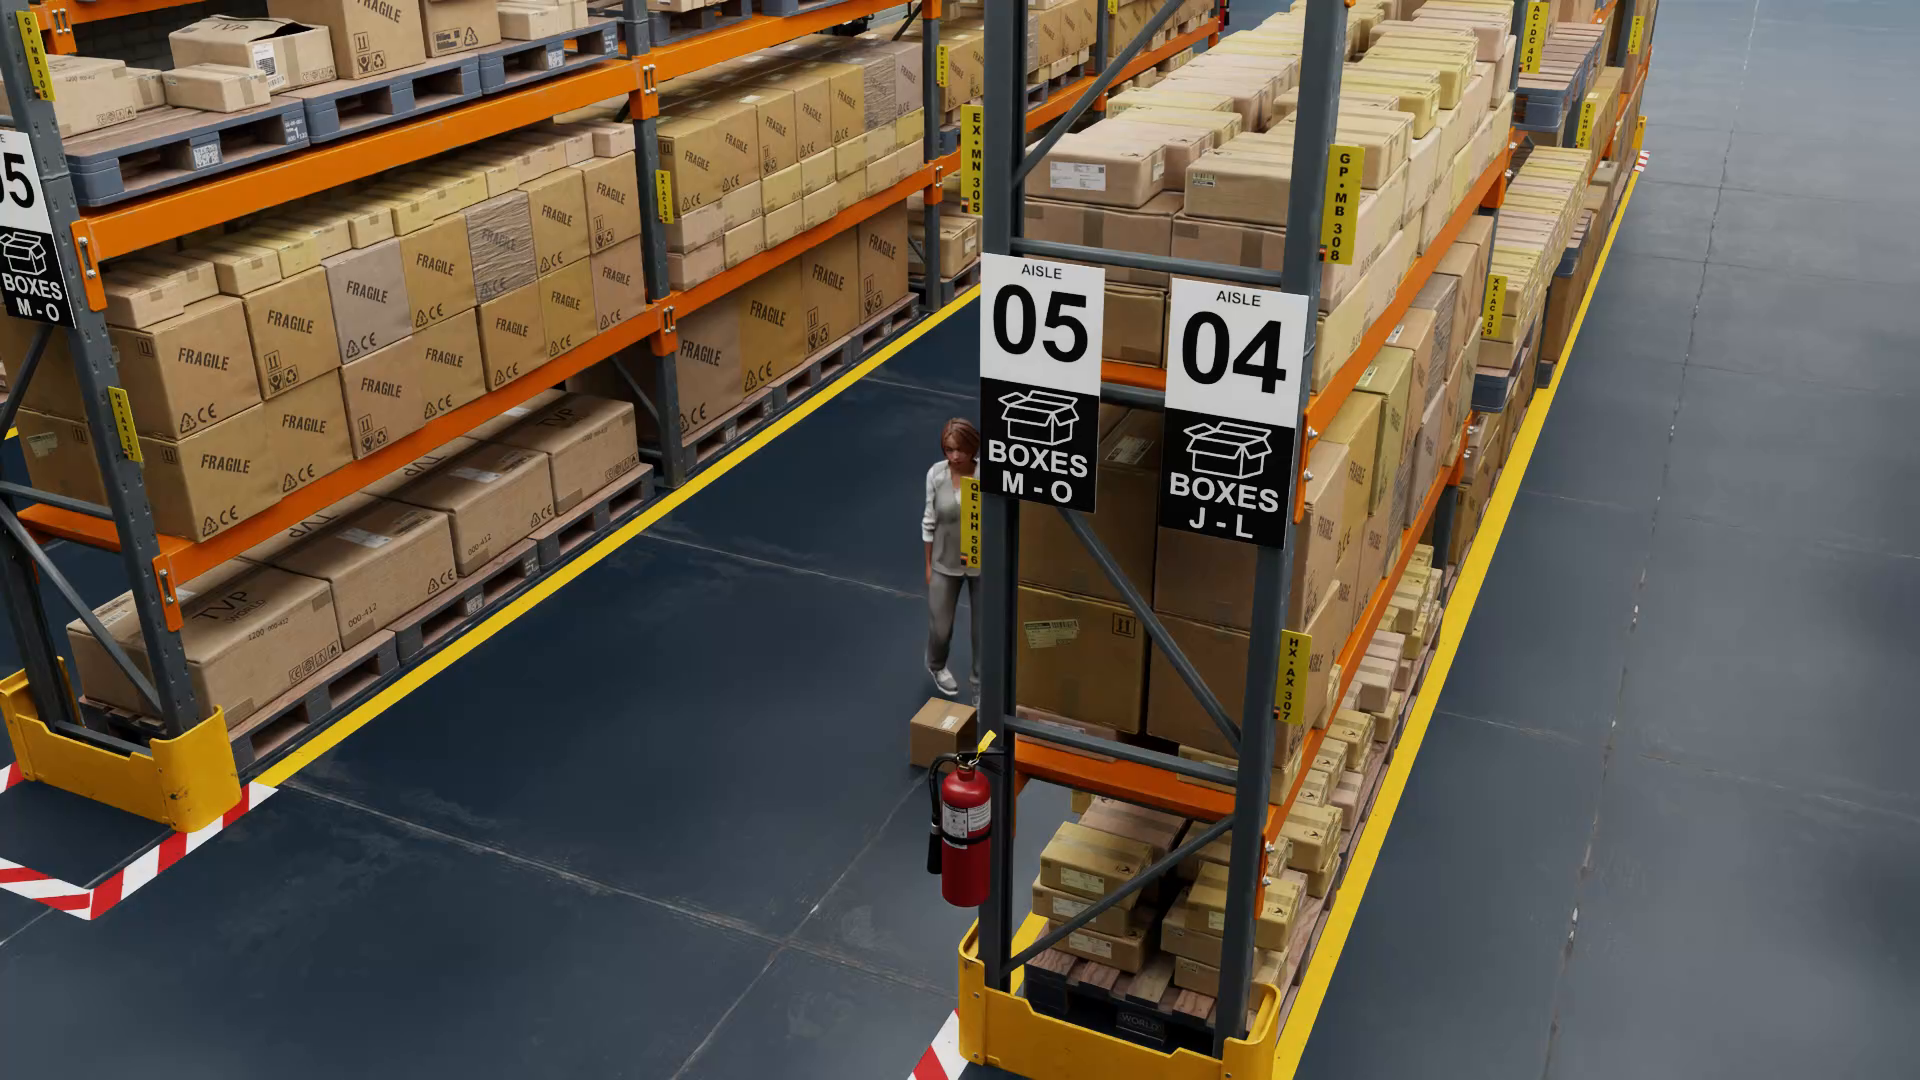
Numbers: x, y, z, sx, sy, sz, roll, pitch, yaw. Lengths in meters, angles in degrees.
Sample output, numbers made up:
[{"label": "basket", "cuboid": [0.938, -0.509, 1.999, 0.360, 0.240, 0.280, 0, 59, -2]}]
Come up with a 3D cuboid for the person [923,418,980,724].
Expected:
[{"label": "person", "cuboid": [0.027, 0.141, 8.323, 0.422, 1.599, 0.469, -1, 27, -2]}]
